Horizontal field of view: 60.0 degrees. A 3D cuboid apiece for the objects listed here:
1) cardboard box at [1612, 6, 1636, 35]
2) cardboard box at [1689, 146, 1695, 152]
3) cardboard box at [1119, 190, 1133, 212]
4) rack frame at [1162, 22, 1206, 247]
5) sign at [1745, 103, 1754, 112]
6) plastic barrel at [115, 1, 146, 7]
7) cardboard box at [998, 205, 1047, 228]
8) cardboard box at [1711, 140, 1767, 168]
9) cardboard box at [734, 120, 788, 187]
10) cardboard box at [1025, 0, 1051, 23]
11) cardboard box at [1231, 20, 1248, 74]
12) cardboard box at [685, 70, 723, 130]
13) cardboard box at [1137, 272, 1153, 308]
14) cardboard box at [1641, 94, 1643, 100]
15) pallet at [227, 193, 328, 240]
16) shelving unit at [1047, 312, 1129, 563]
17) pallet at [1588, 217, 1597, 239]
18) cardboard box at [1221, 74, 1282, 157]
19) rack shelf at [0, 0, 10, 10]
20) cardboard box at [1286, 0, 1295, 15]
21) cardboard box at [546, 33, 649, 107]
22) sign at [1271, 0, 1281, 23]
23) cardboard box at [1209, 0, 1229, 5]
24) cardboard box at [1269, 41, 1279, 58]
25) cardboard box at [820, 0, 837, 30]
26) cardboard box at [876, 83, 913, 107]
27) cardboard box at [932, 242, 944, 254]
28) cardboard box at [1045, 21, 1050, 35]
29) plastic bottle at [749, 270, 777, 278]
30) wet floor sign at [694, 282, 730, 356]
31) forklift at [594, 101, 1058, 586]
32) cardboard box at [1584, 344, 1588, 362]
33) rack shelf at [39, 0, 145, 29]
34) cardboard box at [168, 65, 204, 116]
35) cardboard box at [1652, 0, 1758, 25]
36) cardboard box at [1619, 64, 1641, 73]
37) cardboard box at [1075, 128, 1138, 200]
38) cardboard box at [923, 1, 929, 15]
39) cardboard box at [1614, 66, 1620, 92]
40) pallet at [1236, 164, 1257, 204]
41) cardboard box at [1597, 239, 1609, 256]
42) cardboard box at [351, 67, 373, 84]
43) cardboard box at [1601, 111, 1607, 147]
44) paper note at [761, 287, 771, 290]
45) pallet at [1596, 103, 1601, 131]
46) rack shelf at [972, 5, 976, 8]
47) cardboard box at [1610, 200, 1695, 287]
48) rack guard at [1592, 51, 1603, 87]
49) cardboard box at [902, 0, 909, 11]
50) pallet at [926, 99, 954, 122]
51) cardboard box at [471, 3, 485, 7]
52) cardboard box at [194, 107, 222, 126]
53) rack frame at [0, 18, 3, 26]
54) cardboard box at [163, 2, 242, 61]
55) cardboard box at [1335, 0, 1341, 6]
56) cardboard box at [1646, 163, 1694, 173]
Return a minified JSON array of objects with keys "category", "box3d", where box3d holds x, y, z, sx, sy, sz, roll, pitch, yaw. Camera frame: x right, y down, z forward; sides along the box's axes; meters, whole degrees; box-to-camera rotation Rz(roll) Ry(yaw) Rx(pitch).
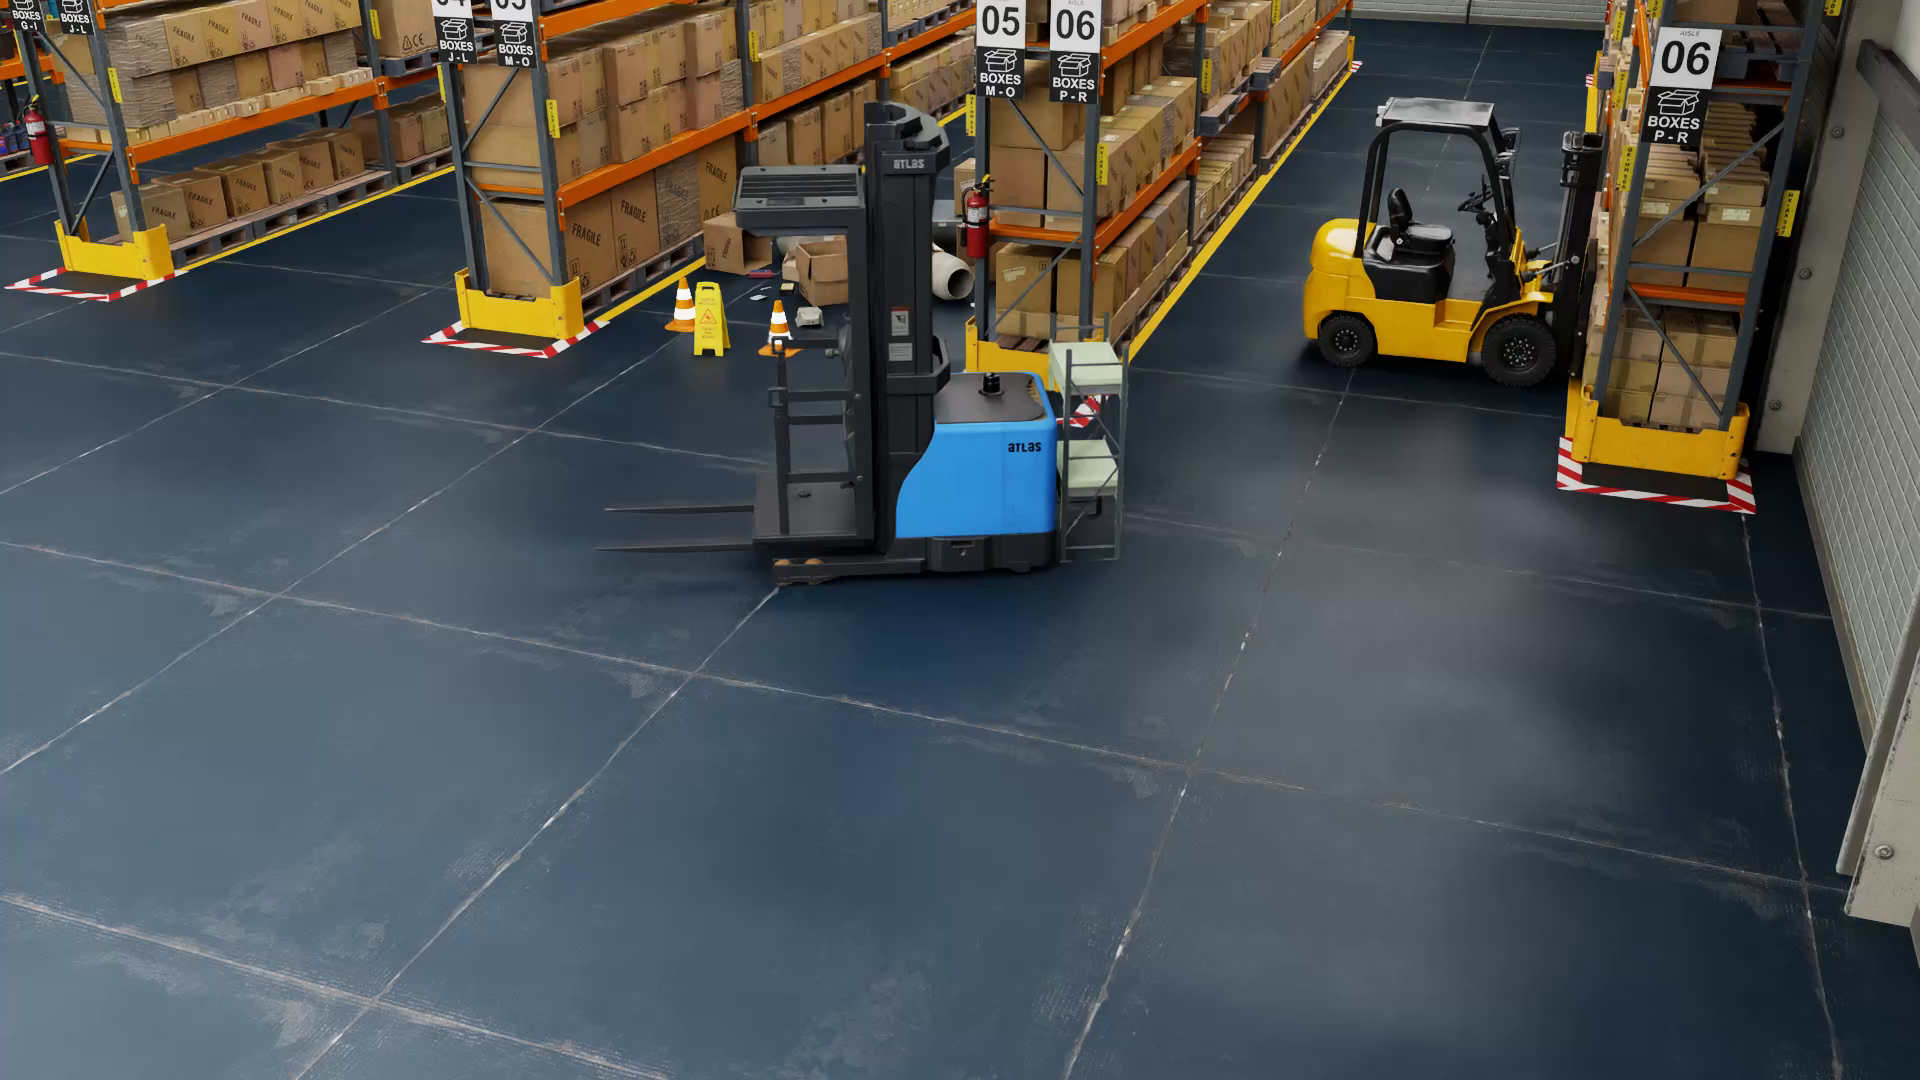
[{"category":"cardboard box","box3d":[8.326,-6.176,20.187,0.797,0.503,0.637,8,27,16]},{"category":"cardboard box","box3d":[6.395,-3.350,14.092,0.380,0.149,0.250,10,27,19]},{"category":"cardboard box","box3d":[1.285,-2.971,14.455,0.380,0.149,0.250,9,27,18]},{"category":"rack frame","box3d":[1.944,-4.317,16.948,1.000,3.000,0.127,9,27,17]},{"category":"sign","box3d":[7.150,-3.944,15.094,0.100,0.325,0.005,9,27,17]},{"category":"plastic barrel","box3d":[-11.302,-7.197,22.739,0.433,0.535,0.433,0,26,0]},{"category":"cardboard box","box3d":[0.536,-2.745,13.989,0.380,0.149,0.250,10,27,19]},{"category":"cardboard box","box3d":[6.143,-3.051,13.133,0.380,0.149,0.250,8,27,16]},{"category":"cardboard box","box3d":[-2.635,-4.438,19.298,1.050,0.750,0.750,9,27,17]},{"category":"cardboard box","box3d":[0.530,-4.339,13.382,0.500,0.250,0.500,8,27,17]},{"category":"cardboard box","box3d":[2.875,-5.456,18.362,0.500,0.500,0.500,8,27,15]},{"category":"cardboard box","box3d":[-3.030,-4.678,17.522,0.875,0.550,0.550,9,27,17]},{"category":"cardboard box","box3d":[1.489,-2.351,15.561,0.500,0.250,0.500,11,28,21]},{"category":"cardboard box","box3d":[6.255,-3.859,14.801,0.380,0.149,0.250,9,27,18]},{"category":"pallet","box3d":[-7.995,-3.715,18.905,1.003,0.211,1.213,9,27,17]},{"category":"shelving unit","box3d":[0.840,-0.694,11.186,0.431,1.500,0.755,-2,26,-5]},{"category":"pallet","box3d":[7.239,-3.155,17.748,1.003,0.211,1.213,9,27,17]},{"category":"cardboard box","box3d":[3.584,-5.466,21.276,0.875,0.875,0.875,8,27,17]},{"category":"rack shelf","box3d":[-16.076,-7.691,24.741,1.077,0.370,4.000,9,27,17]},{"category":"cardboard box","box3d":[4.013,-7.039,21.307,0.500,0.500,0.500,10,27,19]},{"category":"cardboard box","box3d":[-3.518,-4.500,15.914,0.875,0.550,0.550,9,27,17]},{"category":"sign","box3d":[3.790,-6.372,19.954,0.100,0.325,0.005,9,27,17]},{"category":"cardboard box","box3d":[2.908,-6.178,19.853,0.500,0.500,0.500,8,27,16]},{"category":"cardboard box","box3d":[3.676,-6.058,20.716,0.500,0.250,0.500,8,27,17]},{"category":"cardboard box","box3d":[-1.920,-6.530,20.257,0.700,0.500,0.500,8,27,17]},{"category":"cardboard box","box3d":[-0.950,-5.955,22.717,0.500,0.500,0.500,8,27,15]},{"category":"cardboard box","box3d":[-0.351,-3.063,17.495,0.258,0.266,0.396,-9,27,-18]},{"category":"cardboard box","box3d":[0.520,-4.205,13.562,0.380,0.149,0.250,9,27,18]},{"category":"plastic bottle","box3d":[-2.014,-2.725,17.031,0.283,0.061,0.133,0,26,-1]},{"category":"wet floor sign","box3d":[-2.231,-1.991,14.846,0.267,0.644,0.232,4,26,8]},{"category":"forklift","box3d":[-0.905,-1.261,10.714,3.031,2.935,1.130,-2,26,-4]},{"category":"cardboard box","box3d":[5.503,-1.553,13.912,0.500,0.250,0.500,9,27,18]},{"category":"rack shelf","box3d":[-8.066,-5.959,17.722,1.077,0.370,4.000,9,27,17]},{"category":"cardboard box","box3d":[-8.470,-4.734,17.354,0.875,0.500,0.500,9,27,17]},{"category":"cardboard box","box3d":[5.648,-4.208,12.569,0.700,0.500,0.500,9,27,18]},{"category":"cardboard box","box3d":[6.943,-4.758,17.000,0.380,0.149,0.250,8,27,16]},{"category":"cardboard box","box3d":[1.202,-3.220,14.226,0.500,0.500,0.500,10,27,19]},{"category":"cardboard box","box3d":[-0.647,-7.413,23.149,0.380,0.149,0.250,9,27,18]},{"category":"cardboard box","box3d":[7.221,-4.835,17.617,0.500,0.250,0.500,8,27,16]},{"category":"pallet","box3d":[3.014,-4.385,20.288,1.003,0.211,1.213,9,27,17]},{"category":"cardboard box","box3d":[5.835,-2.432,14.581,0.500,0.250,0.500,10,27,19]},{"category":"cardboard box","box3d":[-7.195,-5.510,19.701,0.380,0.149,0.250,9,27,17]},{"category":"cardboard box","box3d":[8.399,-5.147,21.049,0.500,0.500,0.500,8,27,16]},{"category":"paper note","box3d":[-1.948,-2.526,16.679,0.123,0.001,0.032,-20,33,-36]},{"category":"pallet","box3d":[9.518,-5.913,23.445,1.003,0.211,1.213,9,27,17]},{"category":"rack shelf","box3d":[0.571,-8.779,26.989,1.077,0.370,4.000,9,27,17]},{"category":"cardboard box","box3d":[5.212,-2.241,12.544,0.500,0.500,0.500,8,27,16]},{"category":"rack guard","box3d":[10.594,-7.374,26.130,1.175,0.500,0.348,9,27,17]},{"category":"cardboard box","box3d":[-0.902,-7.239,22.447,0.380,0.149,0.250,8,27,16]},{"category":"pallet","box3d":[-0.757,-6.203,24.043,1.003,0.211,1.213,9,27,17]},{"category":"cardboard box","box3d":[-6.303,-7.161,22.224,0.700,0.500,0.500,13,29,25]},{"category":"cardboard box","box3d":[-8.060,-4.488,17.589,0.380,0.149,0.250,9,27,17]},{"category":"rack frame","box3d":[-18.752,-11.197,31.157,1.000,3.000,0.127,9,27,17]},{"category":"cardboard box","box3d":[-7.954,-5.336,17.449,0.500,0.500,0.500,9,27,17]},{"category":"cardboard box","box3d":[5.524,-8.426,25.320,0.500,0.500,0.500,10,27,19]},{"category":"cardboard box","box3d":[5.269,-2.710,12.428,0.380,0.149,0.250,9,27,18]}]
